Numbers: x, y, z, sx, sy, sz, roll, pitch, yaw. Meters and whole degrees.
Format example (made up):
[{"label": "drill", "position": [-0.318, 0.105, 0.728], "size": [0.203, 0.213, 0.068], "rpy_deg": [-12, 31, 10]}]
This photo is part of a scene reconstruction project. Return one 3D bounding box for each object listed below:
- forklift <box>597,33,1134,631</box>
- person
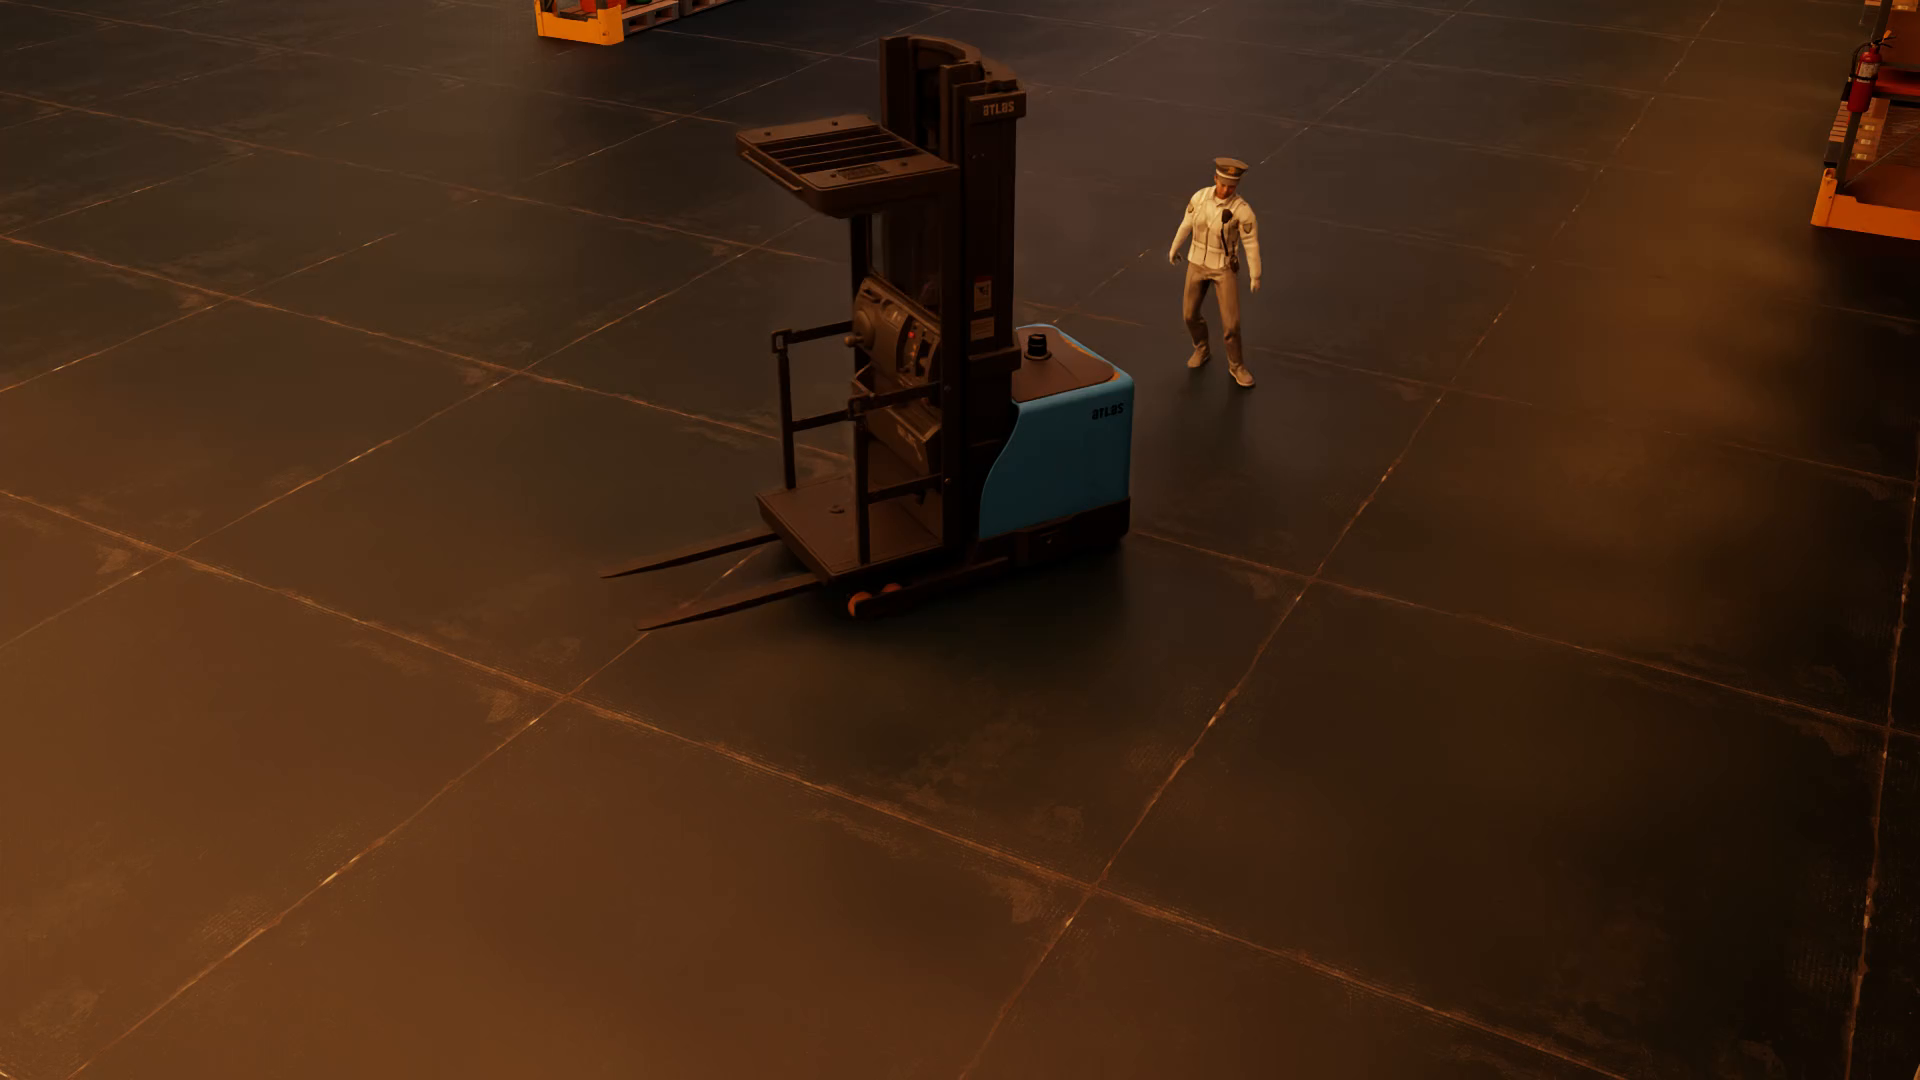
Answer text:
[{"label": "forklift", "position": [-0.531, -1.116, 9.005], "size": [3.031, 2.935, 1.130], "rpy_deg": [-16, 33, -25]}, {"label": "person", "position": [1.819, -1.927, 11.777], "size": [0.811, 1.646, 0.431], "rpy_deg": [22, 37, 33]}]
